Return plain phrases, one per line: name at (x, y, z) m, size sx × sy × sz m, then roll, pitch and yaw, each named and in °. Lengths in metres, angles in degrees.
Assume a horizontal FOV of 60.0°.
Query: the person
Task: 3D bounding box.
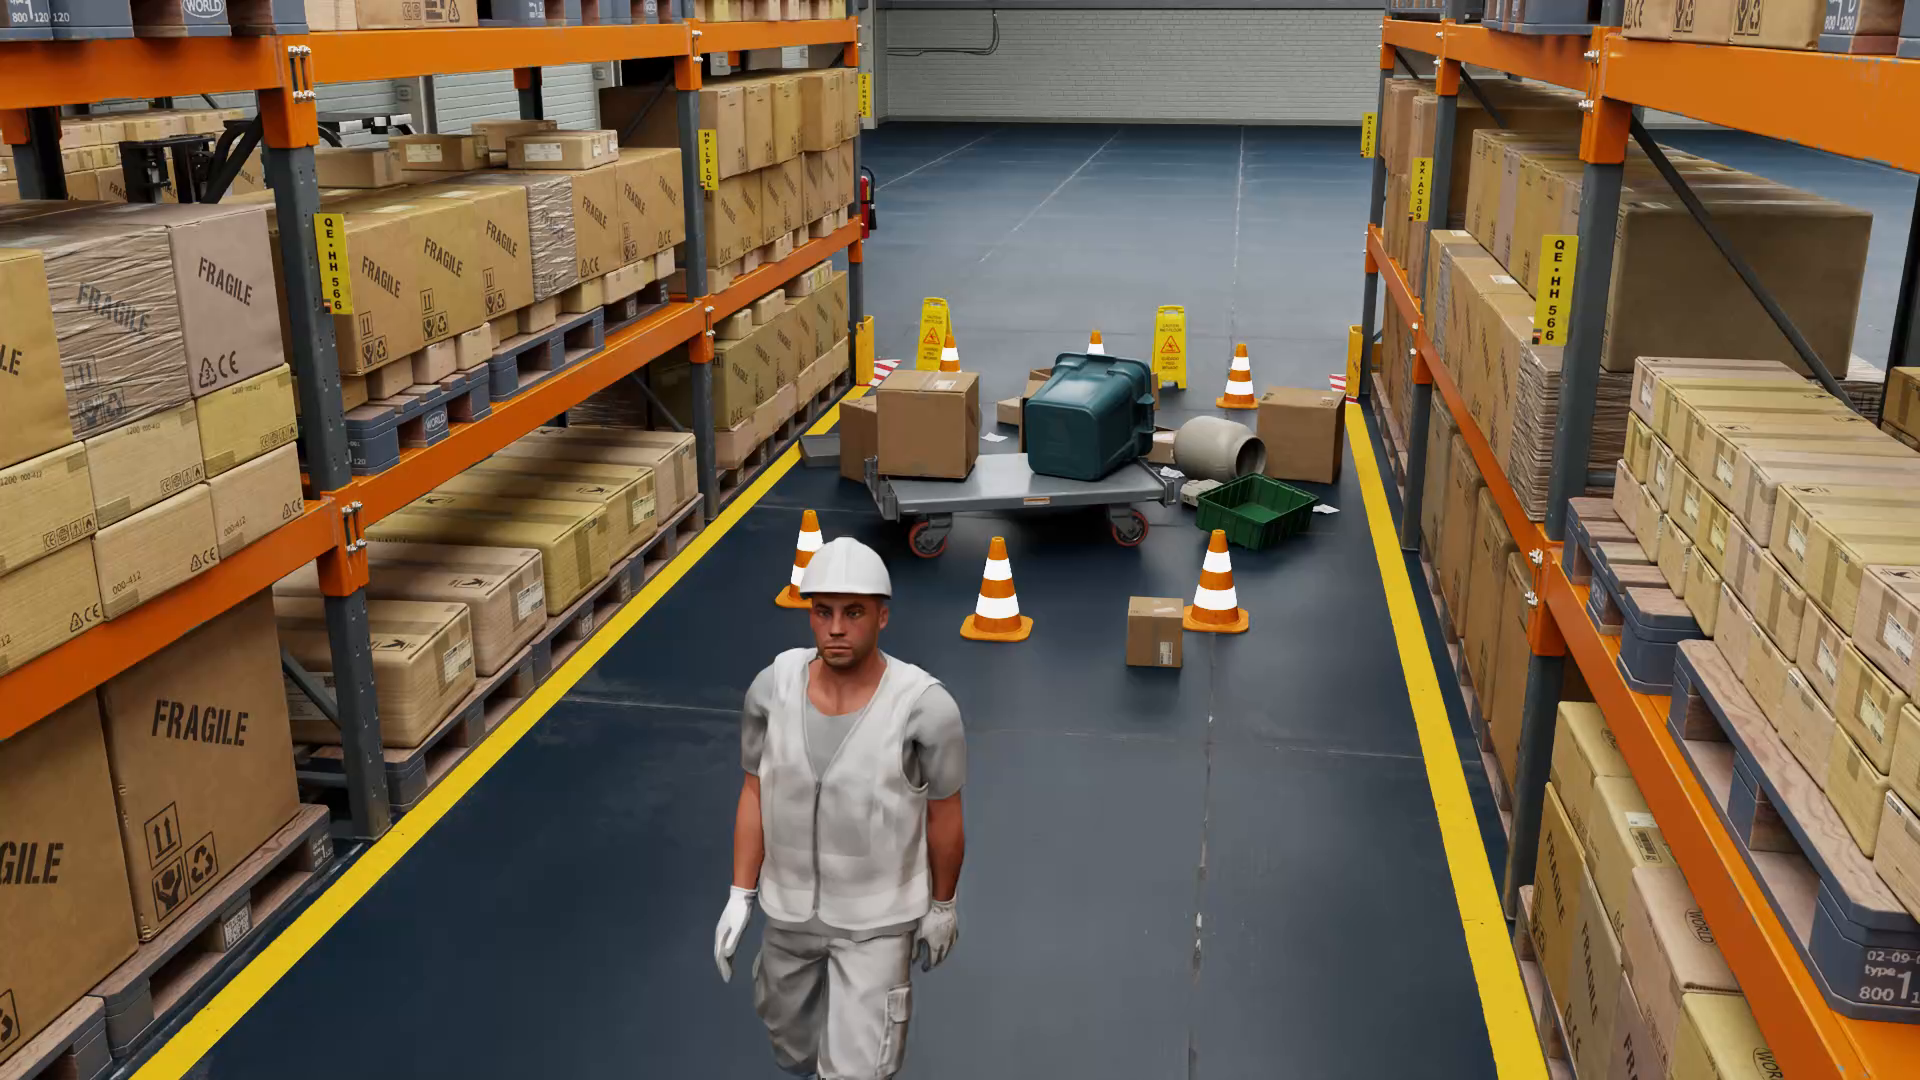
person at (-0.267, 0.842, 3.860) m, size 0.532 × 1.758 × 0.909 m, roll 7°, pitch 19°, yaw 20°
